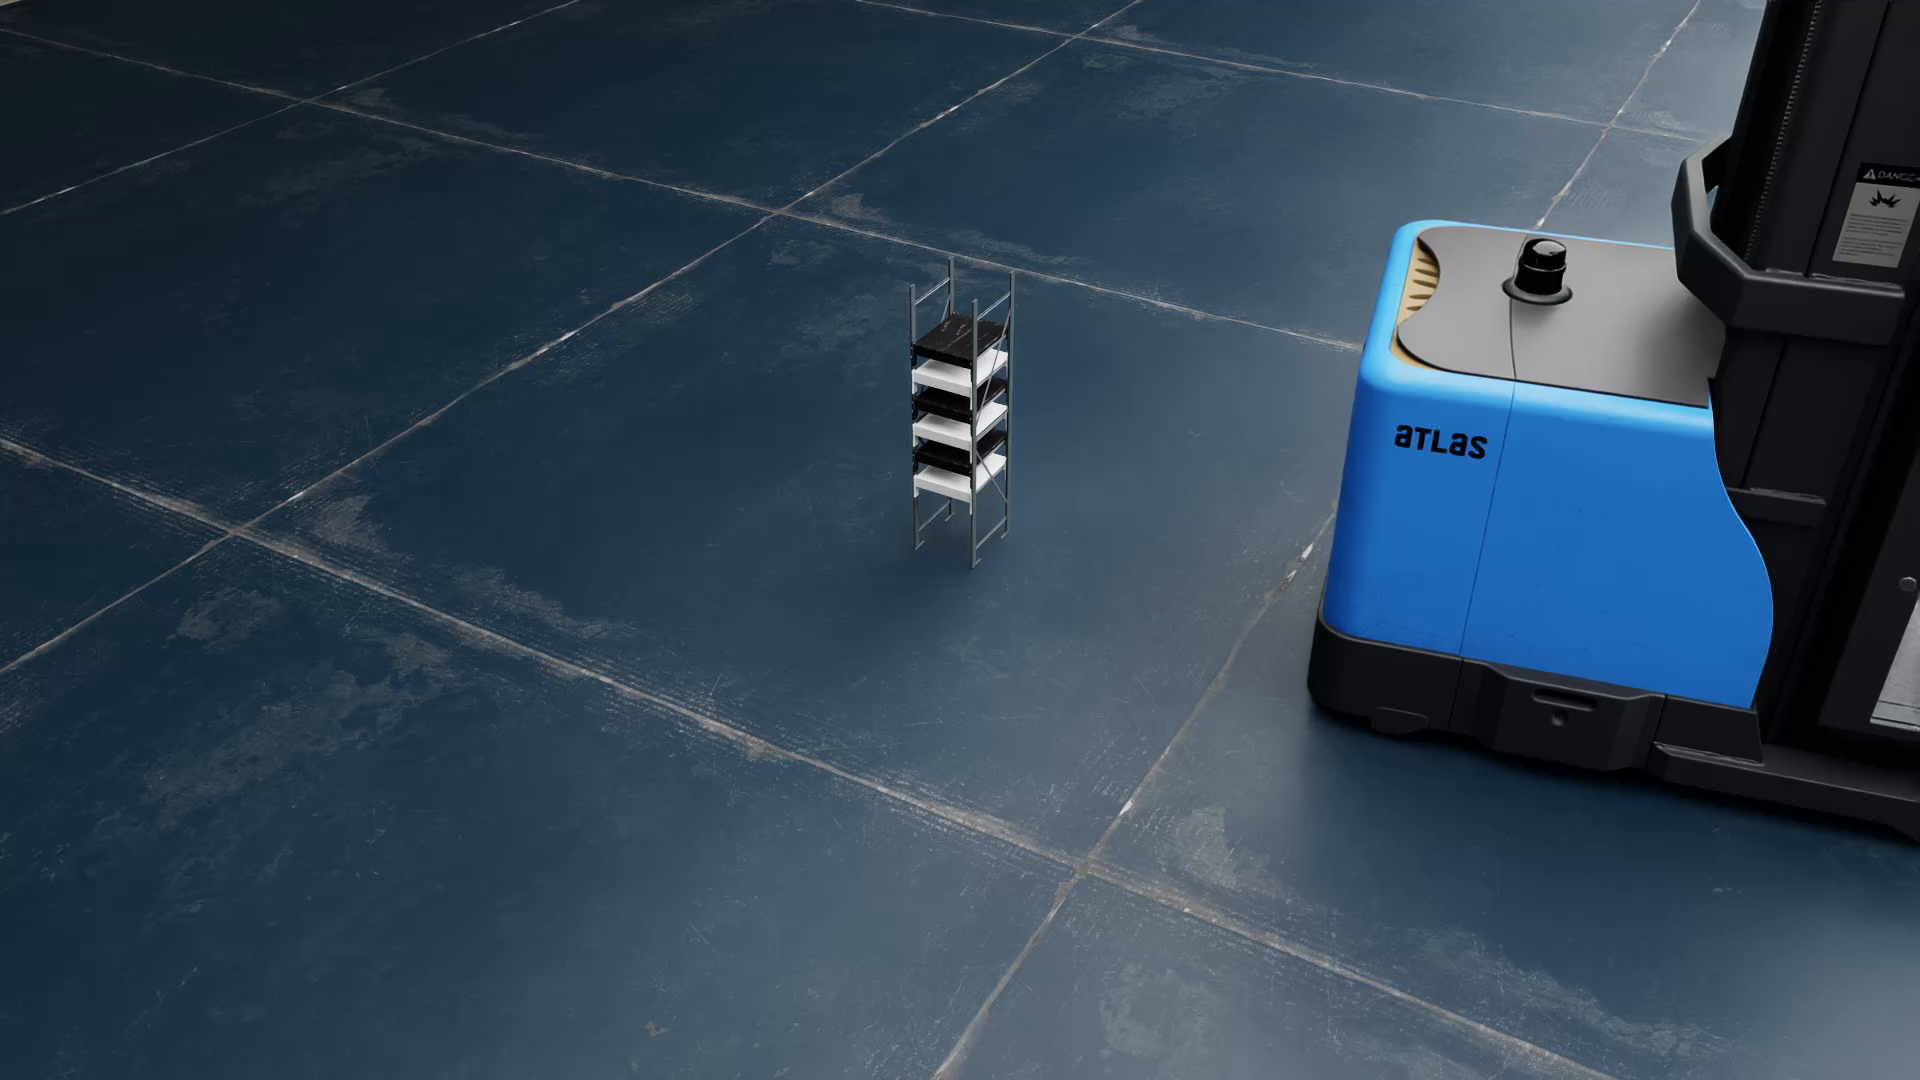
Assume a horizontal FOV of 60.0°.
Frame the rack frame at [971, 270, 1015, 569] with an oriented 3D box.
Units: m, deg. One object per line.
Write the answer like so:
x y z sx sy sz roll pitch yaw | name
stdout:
0.095 -0.344 4.955 0.006 0.900 0.240 18 37 24 | rack frame

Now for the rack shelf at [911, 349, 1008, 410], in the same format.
0.007 -0.494 4.916 0.200 0.077 0.258 18 37 24 | rack shelf

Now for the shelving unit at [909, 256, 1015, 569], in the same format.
0.007 -0.372 4.997 0.210 0.900 0.258 18 37 24 | shelving unit

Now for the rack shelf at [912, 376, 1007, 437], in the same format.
0.007 -0.419 4.966 0.200 0.077 0.258 18 37 24 | rack shelf

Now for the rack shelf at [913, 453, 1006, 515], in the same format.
0.007 -0.195 5.115 0.200 0.077 0.258 18 37 24 | rack shelf

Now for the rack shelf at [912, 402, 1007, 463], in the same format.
0.007 -0.345 5.016 0.200 0.077 0.258 18 37 24 | rack shelf

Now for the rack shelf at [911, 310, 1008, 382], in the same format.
0.007 -0.569 4.866 0.200 0.077 0.258 18 37 24 | rack shelf

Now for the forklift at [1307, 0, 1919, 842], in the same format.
2.519 -0.740 3.717 3.031 2.935 1.130 10 35 15 | forklift

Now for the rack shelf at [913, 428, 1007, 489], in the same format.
0.007 -0.270 5.066 0.200 0.077 0.258 18 37 24 | rack shelf

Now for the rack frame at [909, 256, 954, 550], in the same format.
-0.081 -0.400 5.039 0.006 0.900 0.240 18 37 24 | rack frame
